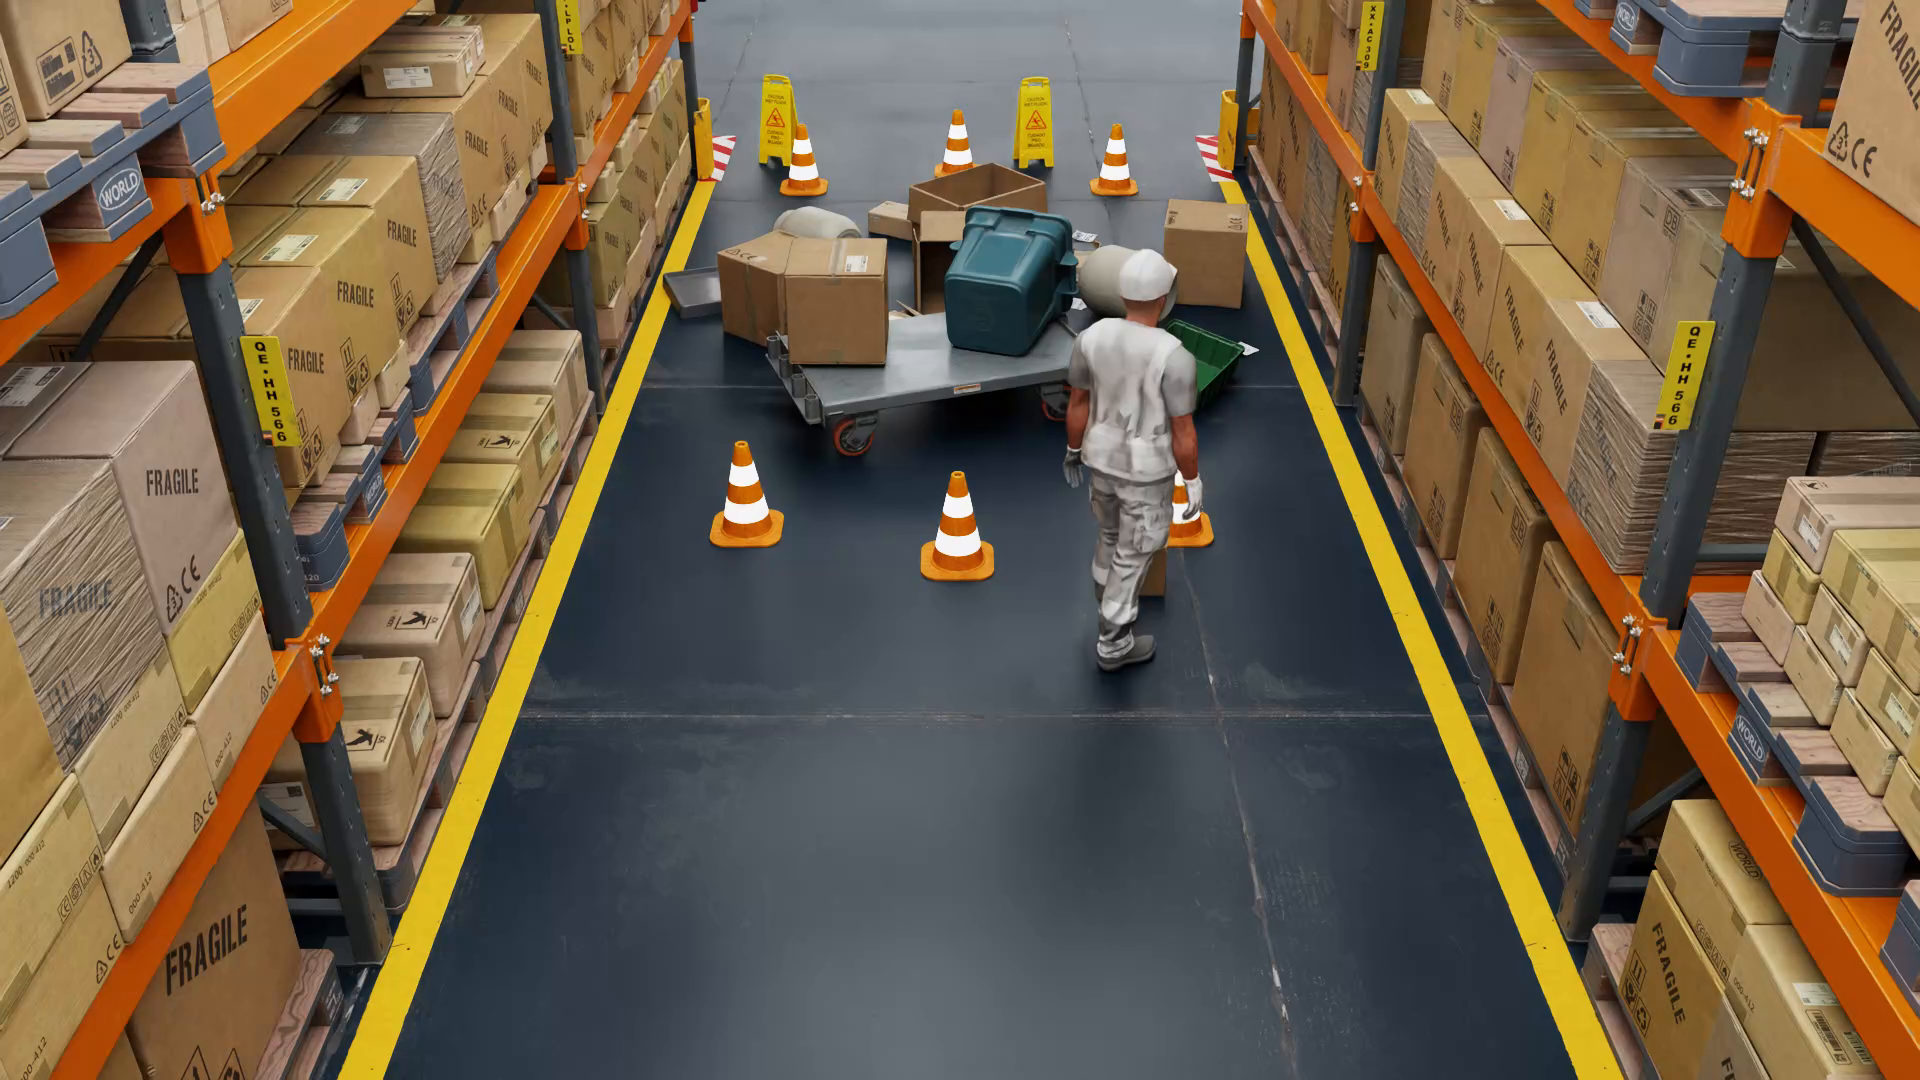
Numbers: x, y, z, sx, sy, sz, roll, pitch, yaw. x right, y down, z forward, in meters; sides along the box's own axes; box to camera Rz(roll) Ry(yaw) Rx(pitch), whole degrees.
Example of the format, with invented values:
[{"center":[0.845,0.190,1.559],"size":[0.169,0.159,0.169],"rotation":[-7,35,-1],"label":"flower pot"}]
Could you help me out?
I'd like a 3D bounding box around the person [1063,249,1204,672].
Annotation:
[{"center":[0.751,-0.322,6.623],"size":[0.588,1.796,0.550],"rotation":[24,39,34],"label":"person"}]
